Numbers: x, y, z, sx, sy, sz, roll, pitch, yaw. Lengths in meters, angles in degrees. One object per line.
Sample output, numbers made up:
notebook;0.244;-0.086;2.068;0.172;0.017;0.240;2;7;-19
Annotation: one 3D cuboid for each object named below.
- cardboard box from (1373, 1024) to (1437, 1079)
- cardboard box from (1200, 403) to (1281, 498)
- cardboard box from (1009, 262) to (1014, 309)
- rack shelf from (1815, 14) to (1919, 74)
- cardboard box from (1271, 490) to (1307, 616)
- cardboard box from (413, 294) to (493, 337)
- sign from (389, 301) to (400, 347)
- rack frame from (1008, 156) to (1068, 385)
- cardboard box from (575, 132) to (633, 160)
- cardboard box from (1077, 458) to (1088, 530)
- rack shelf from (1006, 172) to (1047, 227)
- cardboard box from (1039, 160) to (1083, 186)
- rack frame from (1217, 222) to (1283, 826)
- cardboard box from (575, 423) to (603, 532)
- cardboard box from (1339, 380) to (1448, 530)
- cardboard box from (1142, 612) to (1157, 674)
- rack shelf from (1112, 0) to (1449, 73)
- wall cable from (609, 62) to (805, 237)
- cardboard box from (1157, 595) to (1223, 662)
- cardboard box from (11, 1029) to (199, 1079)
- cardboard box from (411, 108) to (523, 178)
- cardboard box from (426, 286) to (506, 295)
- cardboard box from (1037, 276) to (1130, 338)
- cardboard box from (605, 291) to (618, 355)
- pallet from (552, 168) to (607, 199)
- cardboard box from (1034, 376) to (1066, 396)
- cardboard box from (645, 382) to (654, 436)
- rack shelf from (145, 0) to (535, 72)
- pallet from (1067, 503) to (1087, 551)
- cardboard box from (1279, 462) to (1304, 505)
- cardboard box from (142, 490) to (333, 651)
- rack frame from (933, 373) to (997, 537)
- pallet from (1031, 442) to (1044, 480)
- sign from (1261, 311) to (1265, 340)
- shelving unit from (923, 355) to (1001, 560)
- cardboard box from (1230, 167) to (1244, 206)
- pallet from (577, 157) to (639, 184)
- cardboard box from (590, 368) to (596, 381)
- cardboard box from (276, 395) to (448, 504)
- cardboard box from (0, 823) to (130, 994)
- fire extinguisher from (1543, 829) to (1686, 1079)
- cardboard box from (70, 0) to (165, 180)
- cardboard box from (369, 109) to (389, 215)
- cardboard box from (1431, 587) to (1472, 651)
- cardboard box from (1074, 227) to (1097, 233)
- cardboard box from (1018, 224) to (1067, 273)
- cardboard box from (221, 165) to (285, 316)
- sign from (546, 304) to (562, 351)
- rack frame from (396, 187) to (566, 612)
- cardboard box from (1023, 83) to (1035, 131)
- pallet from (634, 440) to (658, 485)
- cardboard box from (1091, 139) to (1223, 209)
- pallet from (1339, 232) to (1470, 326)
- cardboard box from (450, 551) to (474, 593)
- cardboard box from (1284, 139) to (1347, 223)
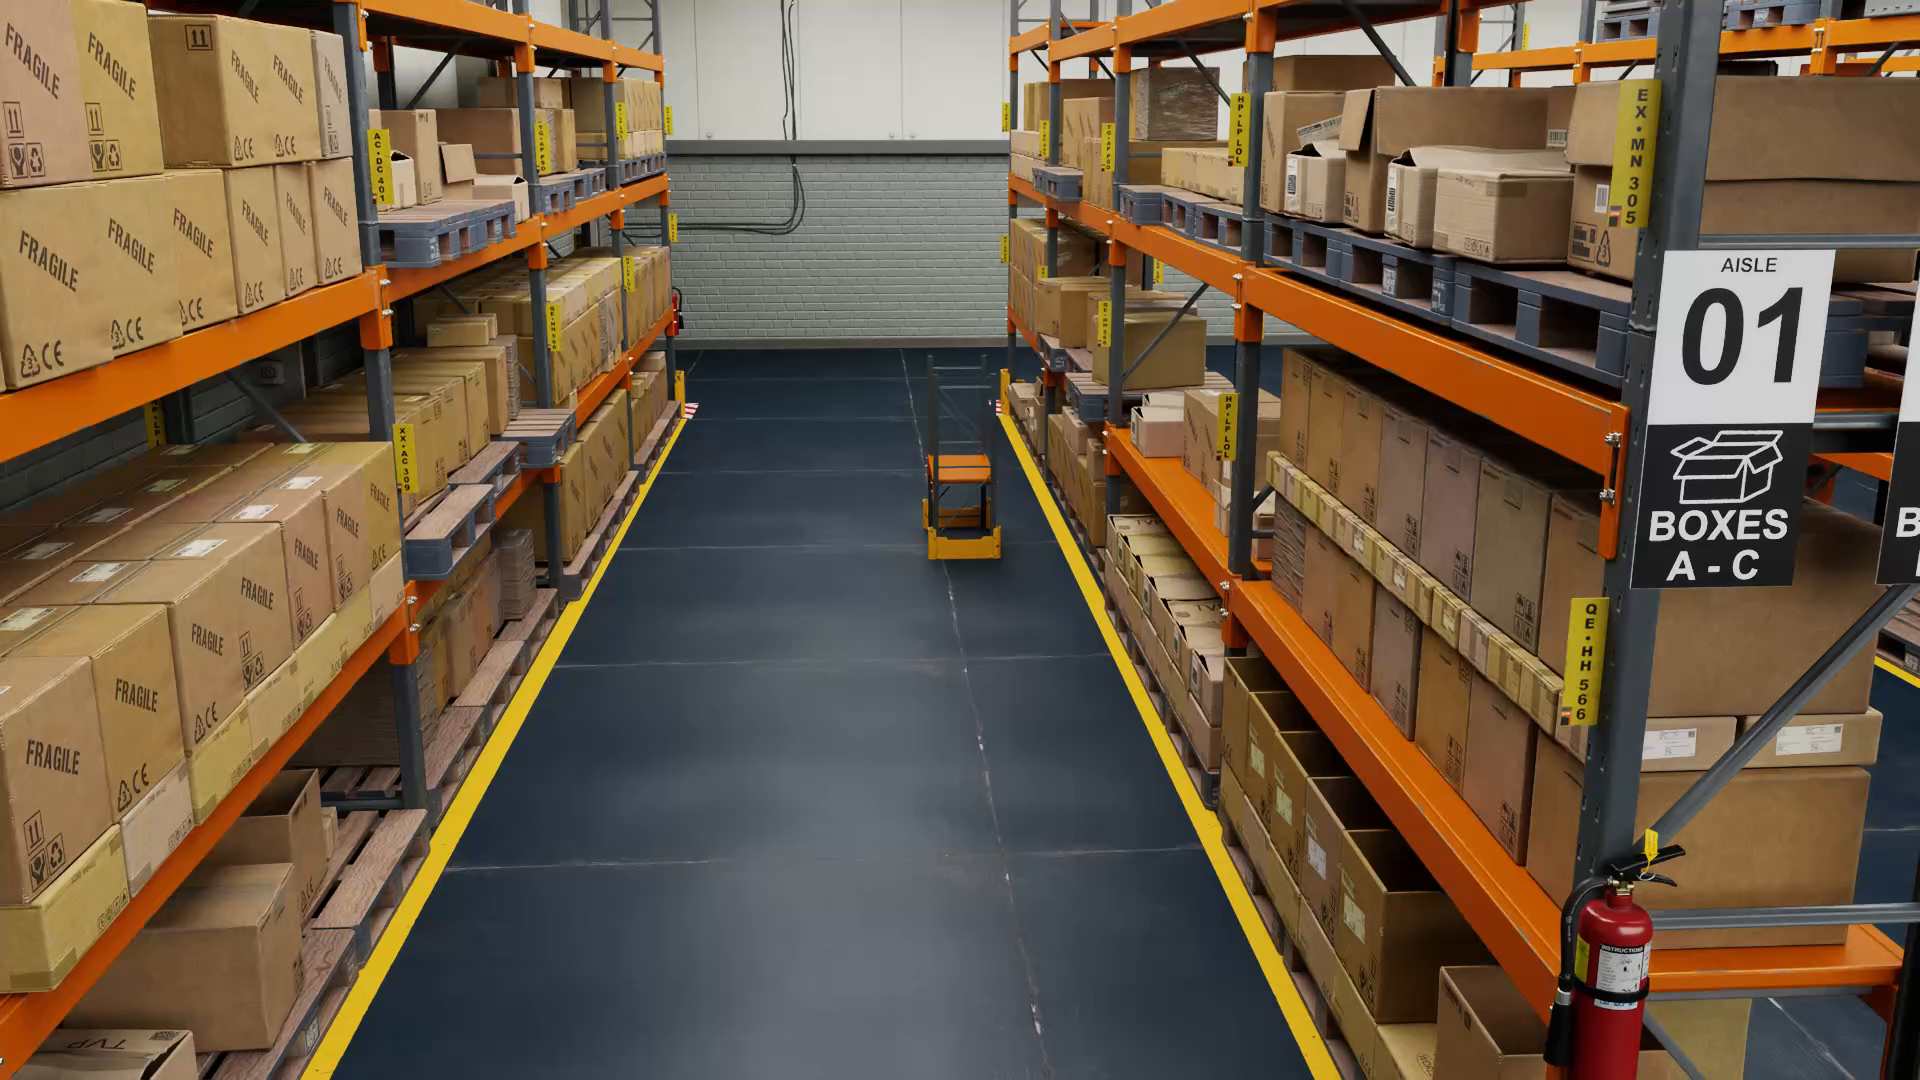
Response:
cardboard box;1.696;1.844;5.516;0.500;0.250;0.500;-1;14;-3
cardboard box;1.724;-0.522;9.833;0.500;0.500;0.500;-1;14;-3
cardboard box;0.840;-2.945;19.251;0.500;0.500;0.500;-1;14;-2
rack shelf;6.639;-2.963;9.728;1.077;0.370;4.000;-1;14;-3
cardboard box;1.853;0.036;7.668;0.700;0.500;0.500;-1;14;-5
cardboard box;-3.660;-1.618;11.952;0.500;0.250;0.500;0;14;-2
sign;-3.927;-1.495;11.494;0.100;0.325;0.005;-1;14;-3
rack frame;1.075;-3.011;19.708;1.000;3.000;0.127;-1;14;-3
cardboard box;-3.400;-3.746;15.805;0.500;0.250;0.500;-1;14;-4
cardboard box;1.247;-0.381;13.622;0.500;0.500;0.500;-1;14;-5
rack shelf;1.199;-3.618;17.491;1.077;0.370;4.000;-1;14;-3
cardboard box;1.028;-3.513;15.941;0.500;0.250;0.500;-1;14;-3
rack frame;1.819;-0.026;8.109;1.000;3.000;0.127;-1;14;-3
cardboard box;-3.335;-0.509;13.456;0.750;0.750;0.750;-1;14;-4
cardboard box;1.916;-0.343;6.534;0.700;0.500;0.500;-1;14;-3
cardboard box;1.412;0.624;10.258;0.500;0.250;0.500;-1;14;-2
rack shelf;1.695;-2.887;9.434;1.077;0.370;4.000;-1;14;-3
wall cable;-3.862;-5.747;24.535;3.097;2.526;0.112;-1;14;-3
cardboard box;1.441;0.481;9.689;0.500;0.311;0.500;-1;14;-4
cardboard box;-2.866;1.820;5.447;0.500;0.311;0.500;0;14;1
cardboard box;-3.460;-2.775;11.690;0.700;0.500;0.500;-2;15;-8
cardboard box;-3.688;-1.747;12.453;0.500;0.250;0.500;-1;14;-5
cardboard box;1.129;-2.146;15.306;0.700;0.500;0.500;-6;16;-22
cardboard box;-3.299;-1.903;14.565;0.500;0.500;0.500;-1;14;-3
pallet;-3.515;-3.071;14.308;0.805;0.209;1.217;-1;15;-6
cardboard box;1.202;-1.487;17.914;0.797;0.503;0.637;-1;14;-3
cardboard box;-3.622;-1.372;17.511;0.700;0.500;0.500;-1;14;-2
rack shelf;-3.249;-2.810;9.133;1.077;0.370;4.000;-1;14;-3
pallet;1.490;-0.160;14.223;1.003;0.211;1.213;-1;14;-3
cardboard box;1.658;-0.257;7.502;0.380;0.149;0.250;-1;14;-3
cardboard box;-2.730;0.113;6.323;0.500;0.500;0.500;-1;14;-5
rack frame;0.037;-0.579;13.266;0.500;1.500;0.032;-1;14;-3
pallet;1.282;-0.836;16.853;1.003;0.211;1.213;-1;14;-3
sign;2.125;-1.591;11.867;0.100;0.325;0.005;-1;14;-3
shelving unit;0.005;-0.707;13.766;0.587;1.500;1.083;-1;14;-3
cardboard box;1.753;-1.900;8.828;0.500;0.250;0.500;-2;15;-9
pallet;-3.661;-3.552;15.970;1.003;0.211;1.213;-1;14;-3
cardboard box;-3.282;-1.430;14.029;0.380;0.149;0.250;-1;14;-5
cardboard box;-3.150;-0.477;8.775;0.700;0.500;0.500;1;14;2
cardboard box;-2.591;0.983;4.449;0.500;0.250;0.500;-1;14;-5
fire extinguisher;1.610;1.043;4.110;0.296;0.674;0.183;-1;14;-3
cardboard box;-2.682;-1.302;4.798;0.500;0.500;0.500;0;14;-2
cardboard box;-3.079;-1.791;7.903;0.500;0.500;0.500;1;14;5
cardboard box;1.789;0.257;5.504;0.380;0.149;0.250;0;14;-2
cardboard box;1.478;-3.055;17.672;0.500;0.500;0.500;0;14;-2
cardboard box;0.906;-3.175;18.138;0.500;0.500;0.500;-1;14;-3
cardboard box;-2.756;-1.075;5.923;0.500;0.500;0.500;-1;15;-6
sign;-2.832;-1.477;11.582;0.100;0.325;0.005;-1;14;-3
rack frame;-3.373;-0.944;11.674;1.000;3.000;0.127;-1;14;-3
cardboard box;1.070;-4.743;18.213;0.700;0.500;0.500;-1;14;-3
pallet;-3.590;-0.778;16.628;1.003;0.211;1.213;-1;14;-3
cardboard box;1.479;-2.757;12.502;0.910;0.500;0.500;-1;14;-3
pallet;1.970;-0.922;5.747;1.003;0.211;1.213;-1;14;-3
cardboard box;-3.267;0.139;10.093;0.500;0.250;0.500;-1;14;-4
cardboard box;1.620;-1.443;6.652;0.500;0.311;0.500;-2;15;-7
